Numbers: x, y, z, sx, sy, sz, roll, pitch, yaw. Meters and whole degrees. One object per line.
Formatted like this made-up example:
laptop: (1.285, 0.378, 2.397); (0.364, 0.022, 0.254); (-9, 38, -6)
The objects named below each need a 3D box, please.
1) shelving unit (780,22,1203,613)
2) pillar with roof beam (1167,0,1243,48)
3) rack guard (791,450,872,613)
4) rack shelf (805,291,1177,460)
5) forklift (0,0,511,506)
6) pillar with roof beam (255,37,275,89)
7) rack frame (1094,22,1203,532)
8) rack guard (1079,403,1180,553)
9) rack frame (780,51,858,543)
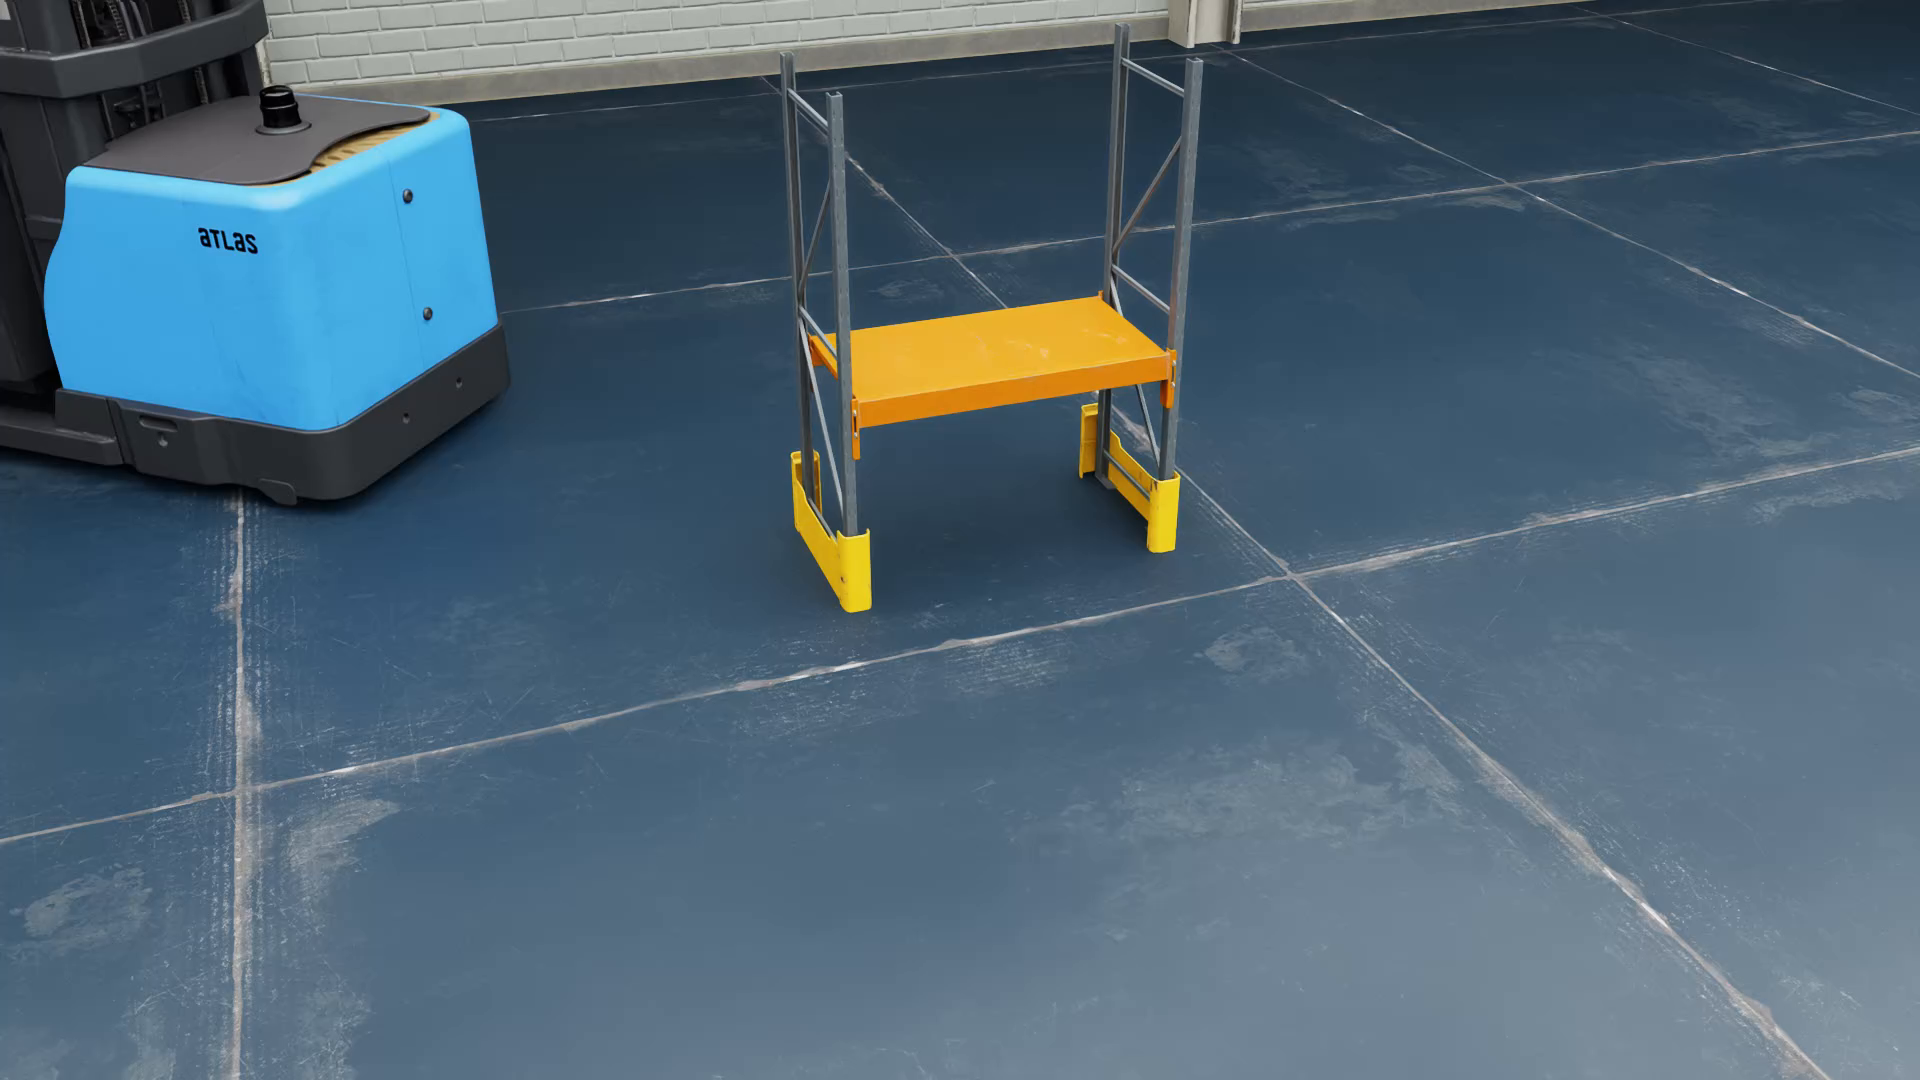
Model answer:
shelving unit: (0.071, -0.665, 4.902); (1.083, 1.500, 0.587); (-10, 31, -18)
pillar with roof beam: (3.123, -5.250, 5.374); (0.400, 9.000, 9.100); (-10, 31, -18)
rack guard: (-0.395, -0.036, 5.060); (0.087, 0.250, 0.587); (-10, 31, -18)
rack shelf: (0.080, -0.510, 4.994); (1.000, 0.185, 0.538); (-10, 31, -18)
forklift: (-3.224, -1.817, 5.479); (3.031, 2.935, 1.130); (10, 31, 17)
pillar with roof beam: (-2.501, -4.214, 3.557); (0.400, 9.000, 9.100); (-10, 31, -18)
rack frame: (0.556, -0.754, 5.059); (0.032, 1.500, 0.500); (-10, 31, -18)
rack guard: (0.538, -0.208, 5.362); (0.087, 0.250, 0.587); (-10, 31, -18)
rack frame: (-0.396, -0.579, 4.751); (0.032, 1.500, 0.500); (-10, 31, -18)
